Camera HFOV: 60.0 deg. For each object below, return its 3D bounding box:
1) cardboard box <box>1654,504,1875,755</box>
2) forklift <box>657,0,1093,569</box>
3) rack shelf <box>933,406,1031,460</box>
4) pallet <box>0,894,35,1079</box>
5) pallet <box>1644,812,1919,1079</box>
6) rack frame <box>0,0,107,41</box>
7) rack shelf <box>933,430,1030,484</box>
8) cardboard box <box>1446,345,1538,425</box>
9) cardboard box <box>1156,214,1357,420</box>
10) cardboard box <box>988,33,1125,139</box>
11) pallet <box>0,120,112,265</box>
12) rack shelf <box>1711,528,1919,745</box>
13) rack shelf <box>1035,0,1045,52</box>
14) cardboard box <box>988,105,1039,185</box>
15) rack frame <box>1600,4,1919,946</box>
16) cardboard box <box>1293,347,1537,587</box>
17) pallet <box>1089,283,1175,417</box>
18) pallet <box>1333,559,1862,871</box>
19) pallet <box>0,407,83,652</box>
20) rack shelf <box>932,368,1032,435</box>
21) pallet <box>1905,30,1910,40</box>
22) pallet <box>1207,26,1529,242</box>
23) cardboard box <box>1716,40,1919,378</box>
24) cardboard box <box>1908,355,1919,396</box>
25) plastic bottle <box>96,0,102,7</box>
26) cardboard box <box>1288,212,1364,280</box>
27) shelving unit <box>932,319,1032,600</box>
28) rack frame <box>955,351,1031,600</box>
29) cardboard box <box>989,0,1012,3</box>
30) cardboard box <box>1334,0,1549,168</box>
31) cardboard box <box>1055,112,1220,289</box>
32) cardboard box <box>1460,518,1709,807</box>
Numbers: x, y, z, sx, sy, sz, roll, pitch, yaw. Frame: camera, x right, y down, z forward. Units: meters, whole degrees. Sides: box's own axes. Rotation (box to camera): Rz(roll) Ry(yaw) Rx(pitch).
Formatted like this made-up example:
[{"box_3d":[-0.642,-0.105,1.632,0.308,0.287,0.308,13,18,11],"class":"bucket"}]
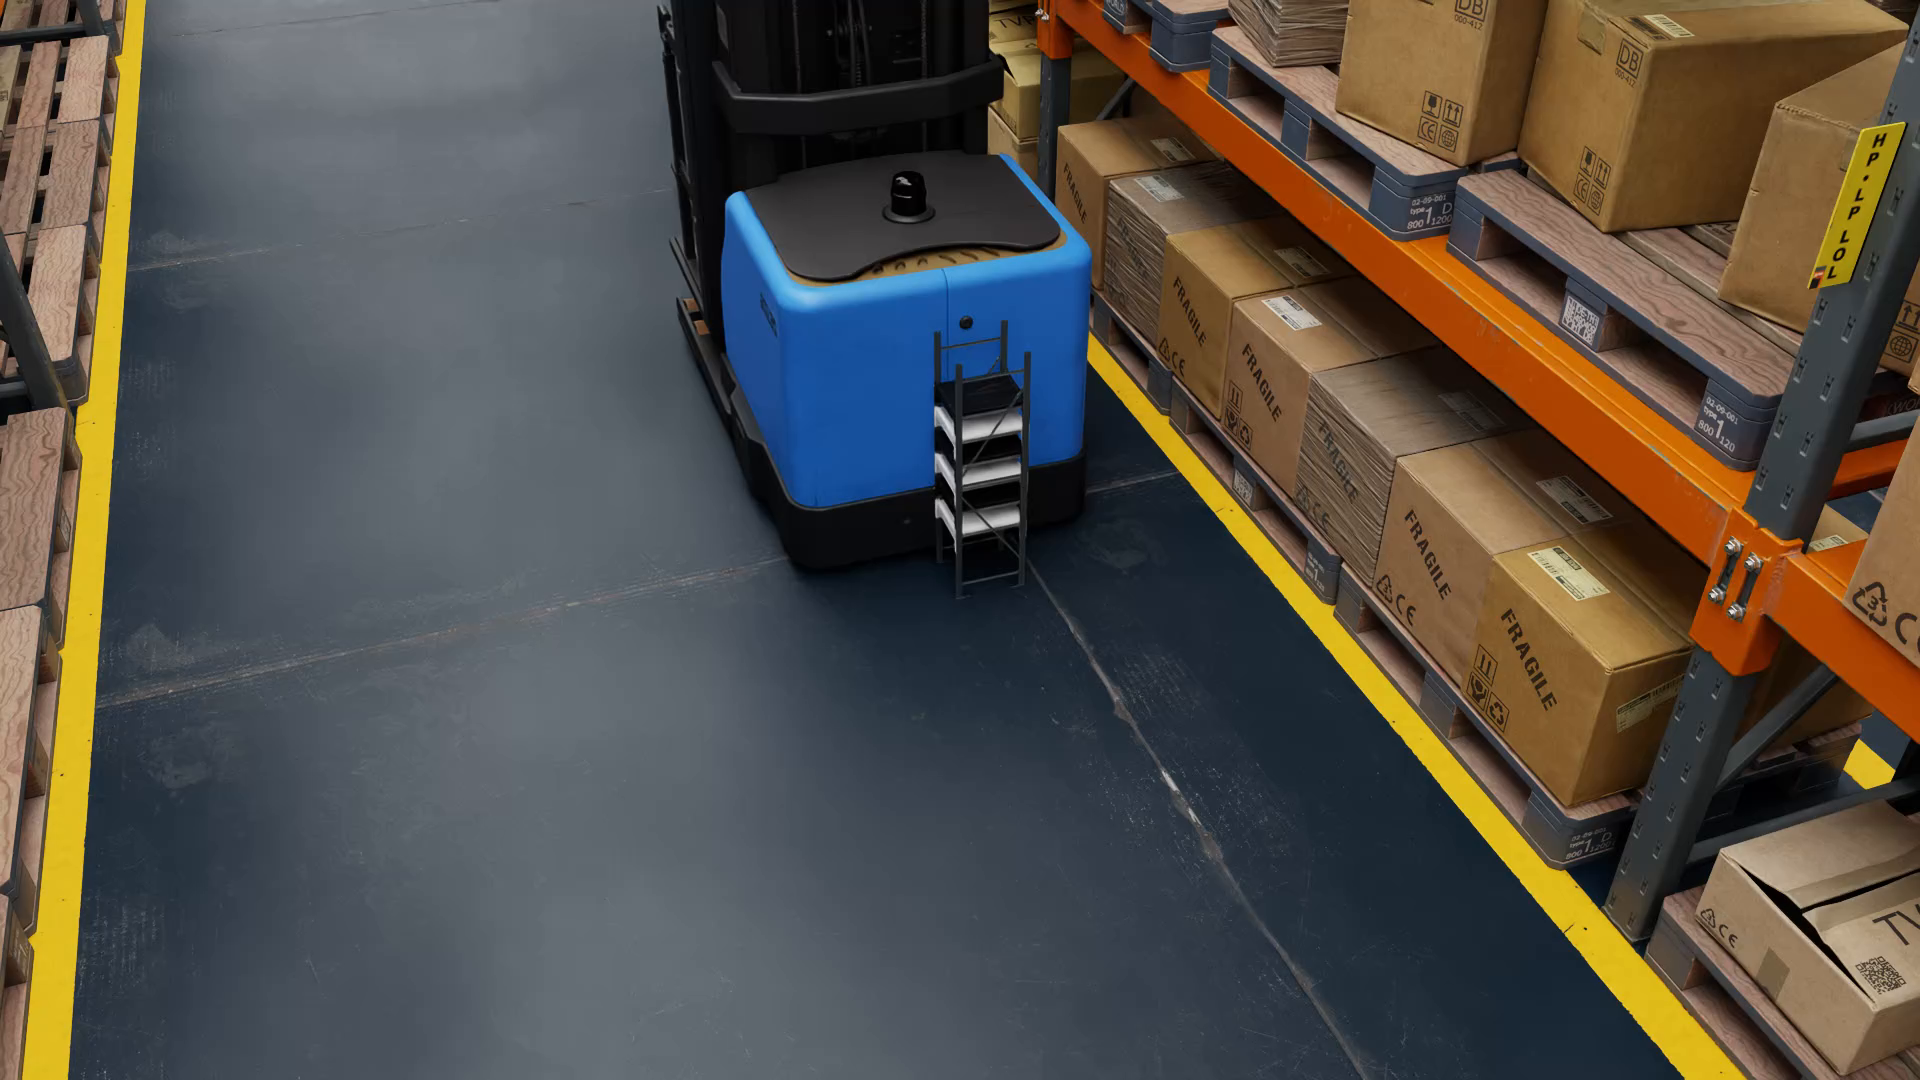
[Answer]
[{"box_3d":[2.263,0.222,4.674,0.500,0.500,0.500,-14,39,-18],"class":"cardboard box"},{"box_3d":[-0.525,-1.964,5.922,1.130,2.935,3.031,-12,39,-15],"class":"forklift"},{"box_3d":[0.067,-0.360,5.236,0.258,0.077,0.200,-12,39,-15],"class":"rack shelf"},{"box_3d":[-2.678,1.415,3.695,1.003,0.211,1.213,-12,39,-16],"class":"pallet"},{"box_3d":[2.436,1.225,3.949,1.003,0.211,1.213,-12,39,-16],"class":"pallet"},{"box_3d":[-5.205,-3.773,8.266,1.000,3.000,0.127,-12,39,-16],"class":"rack frame"},{"box_3d":[0.067,-0.288,5.290,0.258,0.077,0.200,-12,39,-15],"class":"rack shelf"},{"box_3d":[1.904,-0.361,5.448,0.500,0.500,0.500,-12,39,-15],"class":"cardboard box"},{"box_3d":[1.065,-0.819,6.056,0.500,0.500,0.500,-13,39,-17],"class":"cardboard box"},{"box_3d":[0.412,-2.075,7.482,0.500,0.311,0.500,-11,38,-15],"class":"cardboard box"},{"box_3d":[-4.474,-1.533,7.610,1.003,0.211,1.213,-12,39,-16],"class":"pallet"},{"box_3d":[2.889,1.140,2.341,1.077,0.370,4.000,-12,39,-16],"class":"rack shelf"},{"box_3d":[0.136,-3.379,8.341,1.077,0.370,4.000,-12,39,-16],"class":"rack shelf"},{"box_3d":[0.414,-1.853,7.653,0.500,0.250,0.500,-12,39,-15],"class":"cardboard box"},{"box_3d":[2.200,-0.277,3.625,1.000,3.000,0.127,-12,39,-16],"class":"rack frame"},{"box_3d":[1.427,-0.238,5.285,0.500,0.500,0.500,-12,39,-15],"class":"cardboard box"},{"box_3d":[1.045,-0.993,6.894,1.003,0.211,1.213,-12,39,-16],"class":"pallet"},{"box_3d":[1.885,0.385,5.064,1.003,0.211,1.213,-12,39,-16],"class":"pallet"},{"box_3d":[-3.518,0.037,5.525,1.003,0.211,1.213,-12,39,-16],"class":"pallet"},{"box_3d":[0.067,-0.432,5.182,0.258,0.077,0.200,-12,39,-15],"class":"rack shelf"},{"box_3d":[5.206,-2.893,9.415,1.003,0.211,1.213,-12,39,-16],"class":"pallet"},{"box_3d":[1.497,-1.363,5.225,1.003,0.211,1.213,-12,39,-16],"class":"pallet"},{"box_3d":[2.247,-0.799,3.885,0.700,0.500,0.500,-26,44,-31],"class":"cardboard box"},{"box_3d":[2.098,-0.392,2.863,0.500,0.500,0.500,-11,38,-15],"class":"cardboard box"},{"box_3d":[-4.903,-3.130,9.314,0.097,0.271,0.097,0,37,0],"class":"plastic bottle"},{"box_3d":[1.544,-0.942,6.219,0.500,0.500,0.500,-14,39,-18],"class":"cardboard box"},{"box_3d":[0.067,-0.243,5.324,0.258,0.900,0.210,-12,39,-15],"class":"shelving unit"},{"box_3d":[0.100,-0.185,5.248,0.240,0.900,0.006,-12,39,-15],"class":"rack frame"},{"box_3d":[0.056,-2.653,8.250,0.500,0.311,0.500,-13,39,-16],"class":"cardboard box"},{"box_3d":[1.534,-1.470,4.777,0.700,0.500,0.500,-23,43,-27],"class":"cardboard box"},{"box_3d":[0.712,-1.398,6.825,0.500,0.500,0.500,-11,38,-14],"class":"cardboard box"},{"box_3d":[1.761,0.326,4.536,0.500,0.500,0.500,-13,39,-16],"class":"cardboard box"}]
